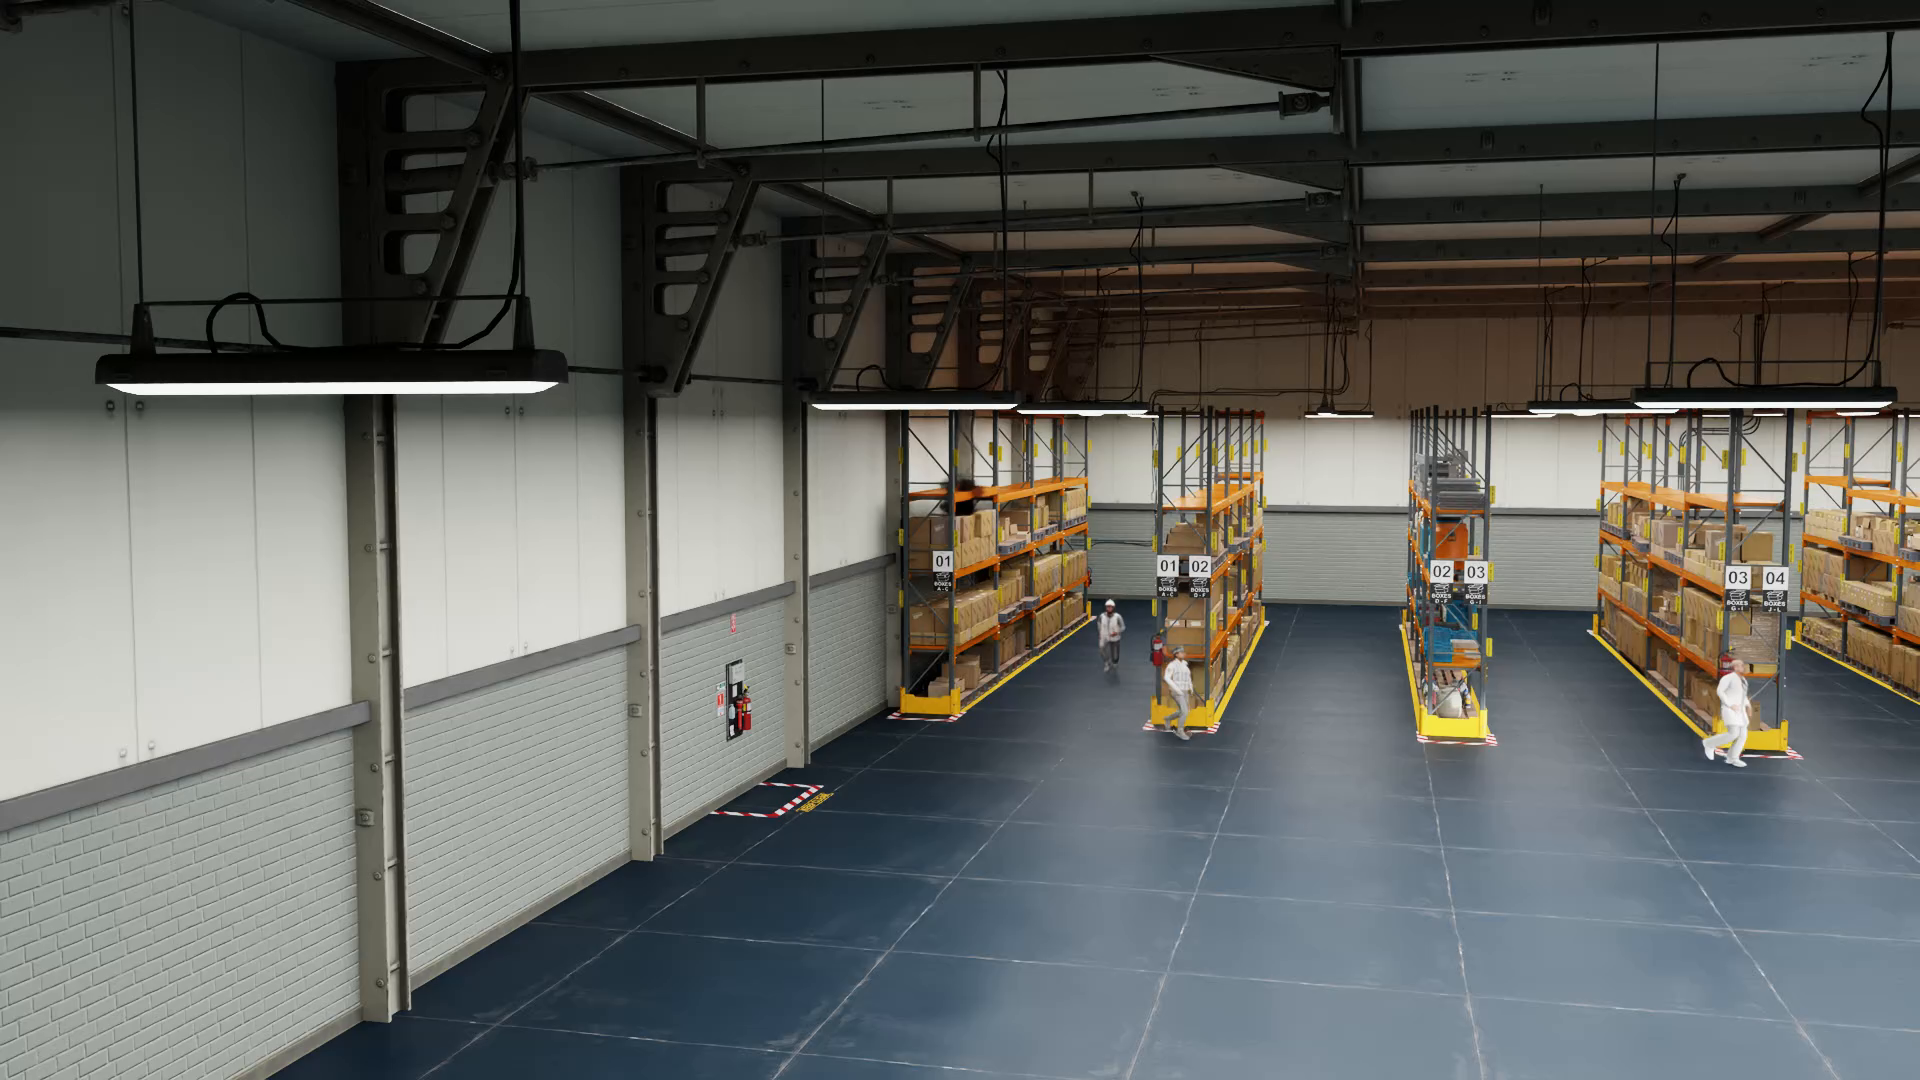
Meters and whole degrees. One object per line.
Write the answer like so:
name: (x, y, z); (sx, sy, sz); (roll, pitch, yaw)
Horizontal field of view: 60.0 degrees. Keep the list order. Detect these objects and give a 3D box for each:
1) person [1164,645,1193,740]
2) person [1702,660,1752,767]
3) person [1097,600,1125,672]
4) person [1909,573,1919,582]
person: (3.904, 2.702, 29.806); (0.650, 1.667, 0.625); (-4, 6, -43)
person: (12.938, 2.865, 27.859); (0.758, 1.736, 0.731); (-3, 5, -38)
person: (3.343, 2.122, 36.792); (0.625, 1.585, 1.085); (1, 4, 8)
person: (25.092, 1.722, 43.796); (0.922, 1.695, 0.614); (0, 4, 2)
